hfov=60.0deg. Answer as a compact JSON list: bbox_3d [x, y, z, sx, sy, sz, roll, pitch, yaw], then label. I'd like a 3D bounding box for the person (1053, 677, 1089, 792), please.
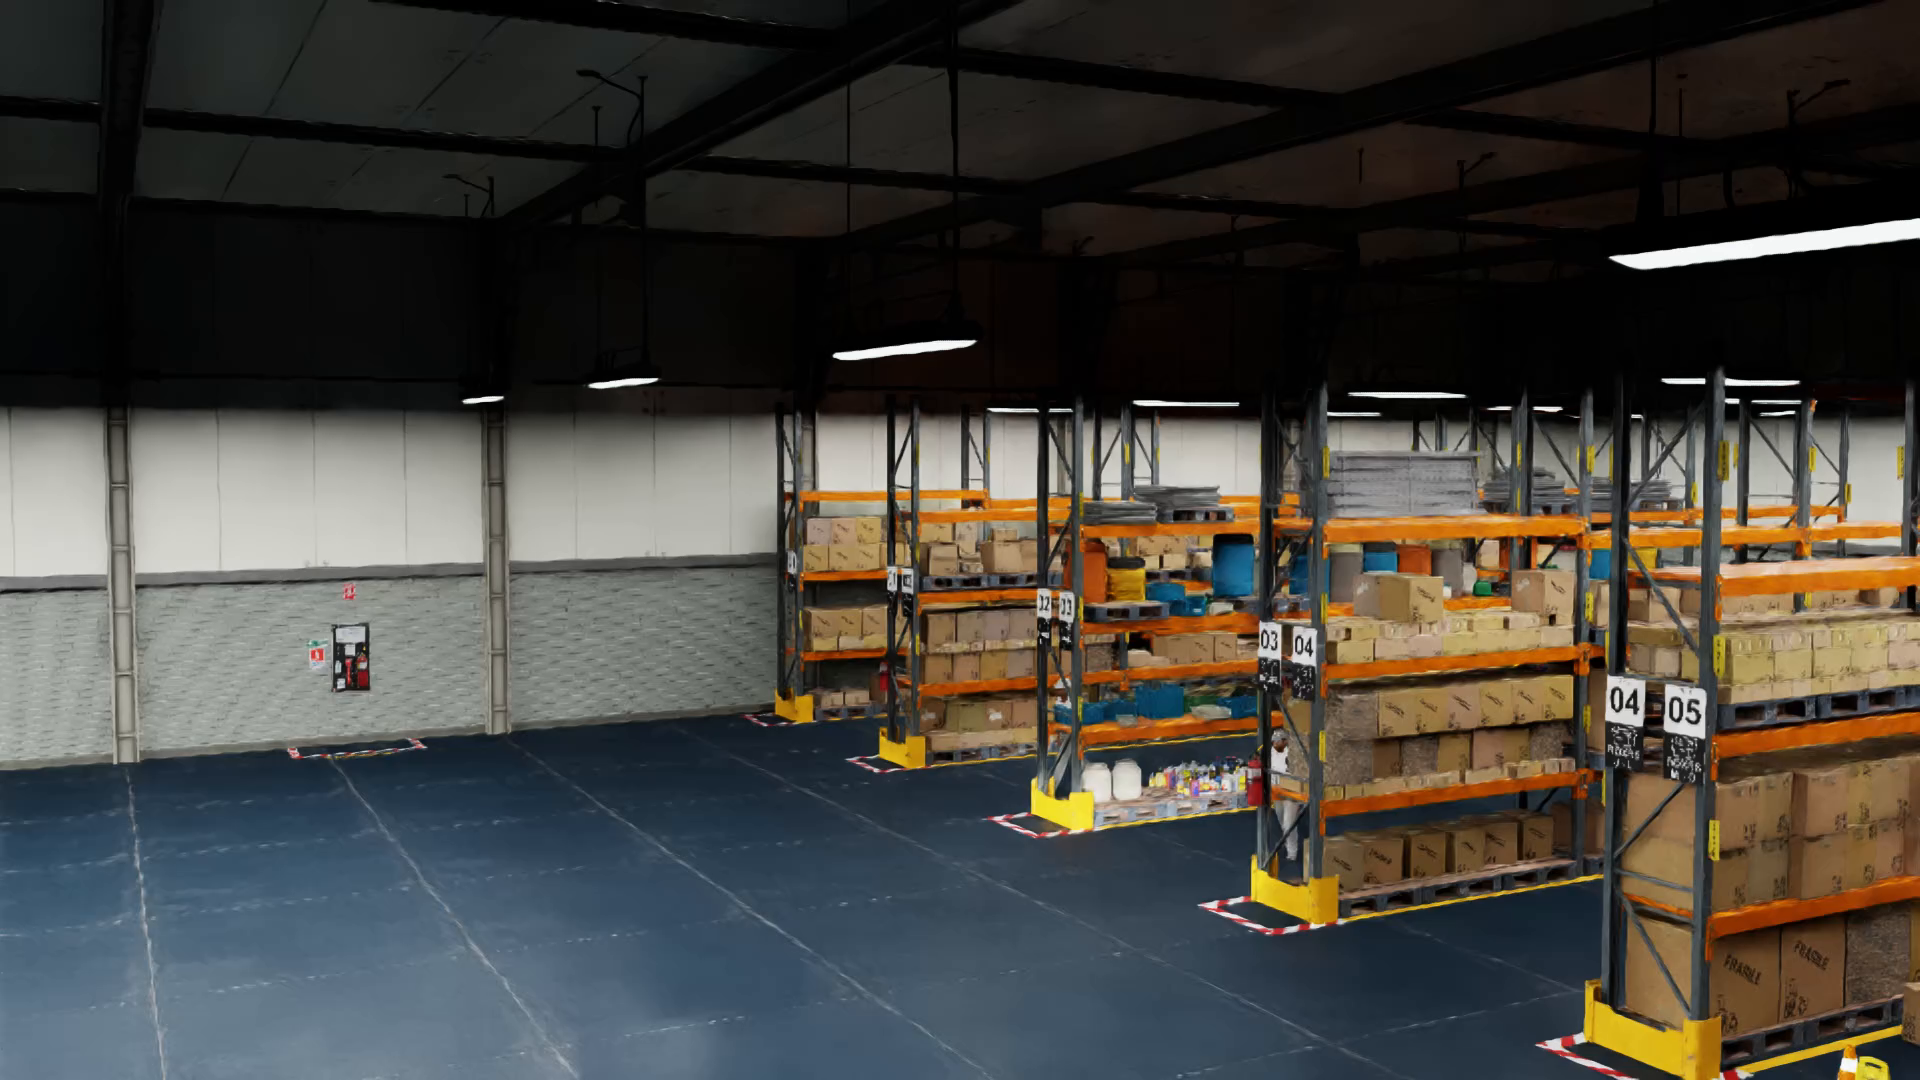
[{"bbox_3d":[1.582,2.895,24.895,1.108,1.688,0.579,-2,4,-26],"label":"person"}]

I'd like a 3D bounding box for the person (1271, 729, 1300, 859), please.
[{"bbox_3d":[4.148,3.169,21.027,0.818,1.597,0.656,-3,4,-44],"label":"person"}]
